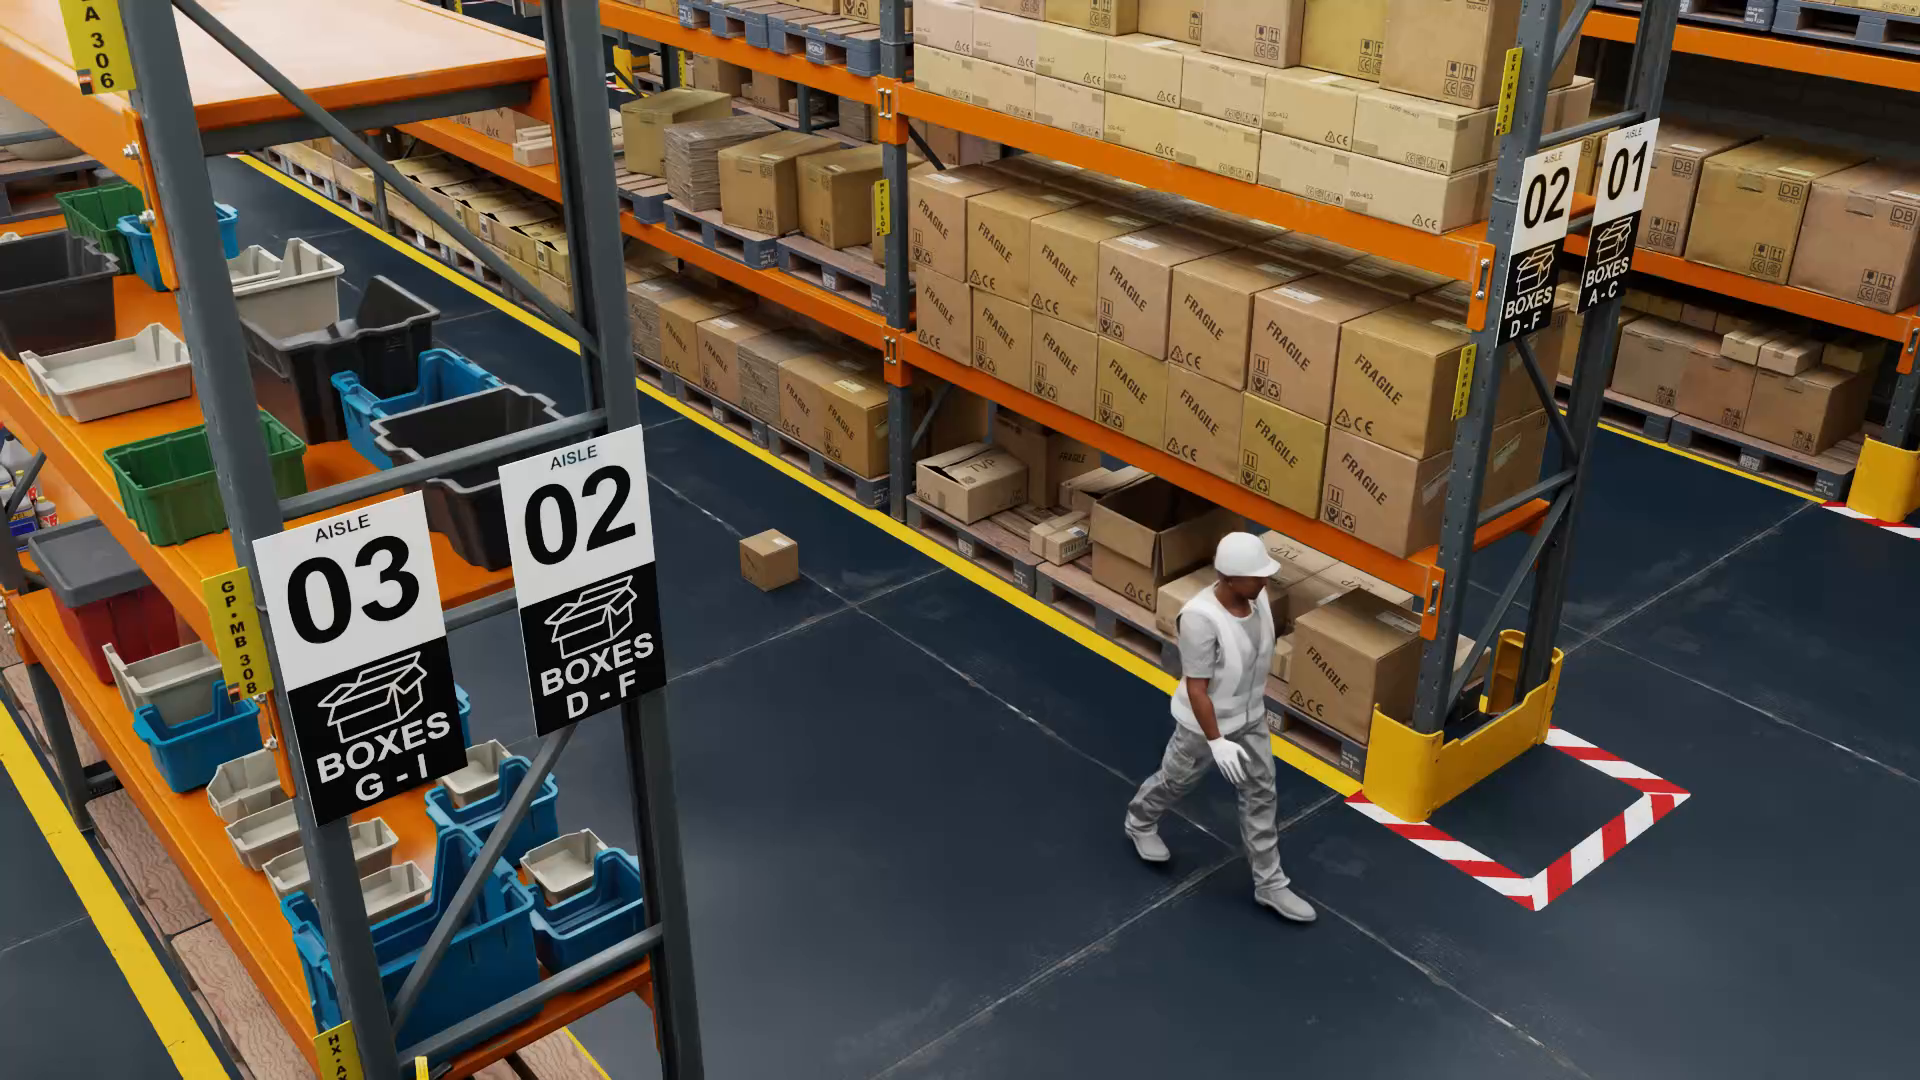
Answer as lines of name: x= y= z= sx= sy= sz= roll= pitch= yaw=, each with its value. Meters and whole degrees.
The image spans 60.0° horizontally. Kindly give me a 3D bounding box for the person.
person: x=1.166 y=0.769 z=7.132 sx=0.564 sy=1.744 sz=0.980 roll=-22 pitch=35 yaw=-36
